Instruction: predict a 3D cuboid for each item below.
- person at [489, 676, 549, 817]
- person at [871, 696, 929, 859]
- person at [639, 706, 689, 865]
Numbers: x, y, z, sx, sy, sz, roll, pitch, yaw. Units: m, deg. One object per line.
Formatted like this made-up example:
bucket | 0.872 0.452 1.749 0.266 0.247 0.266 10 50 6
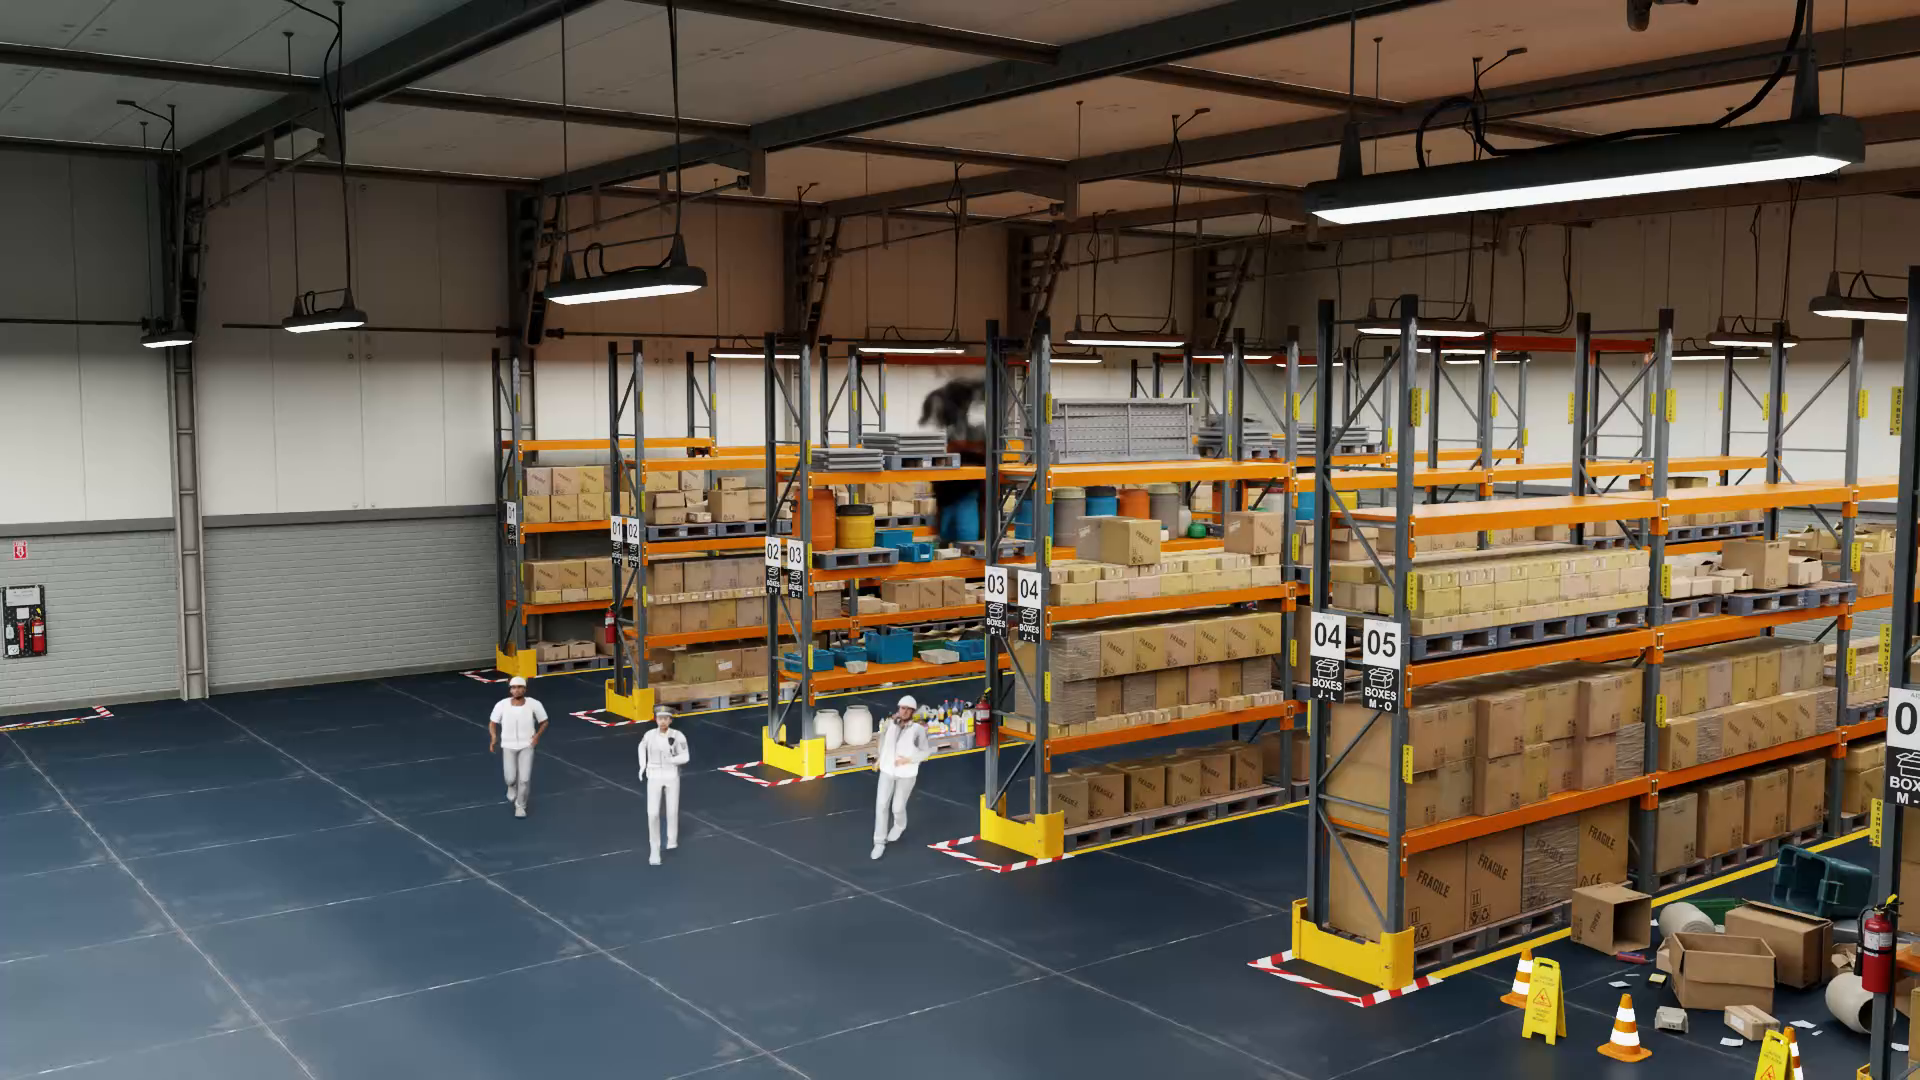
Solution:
person | -5.411 2.523 20.423 0.718 1.712 0.578 -1 5 -12
person | -0.675 2.637 18.741 0.673 1.751 0.894 1 5 15
person | -3.298 2.698 18.513 0.584 1.750 0.733 -1 5 -6
